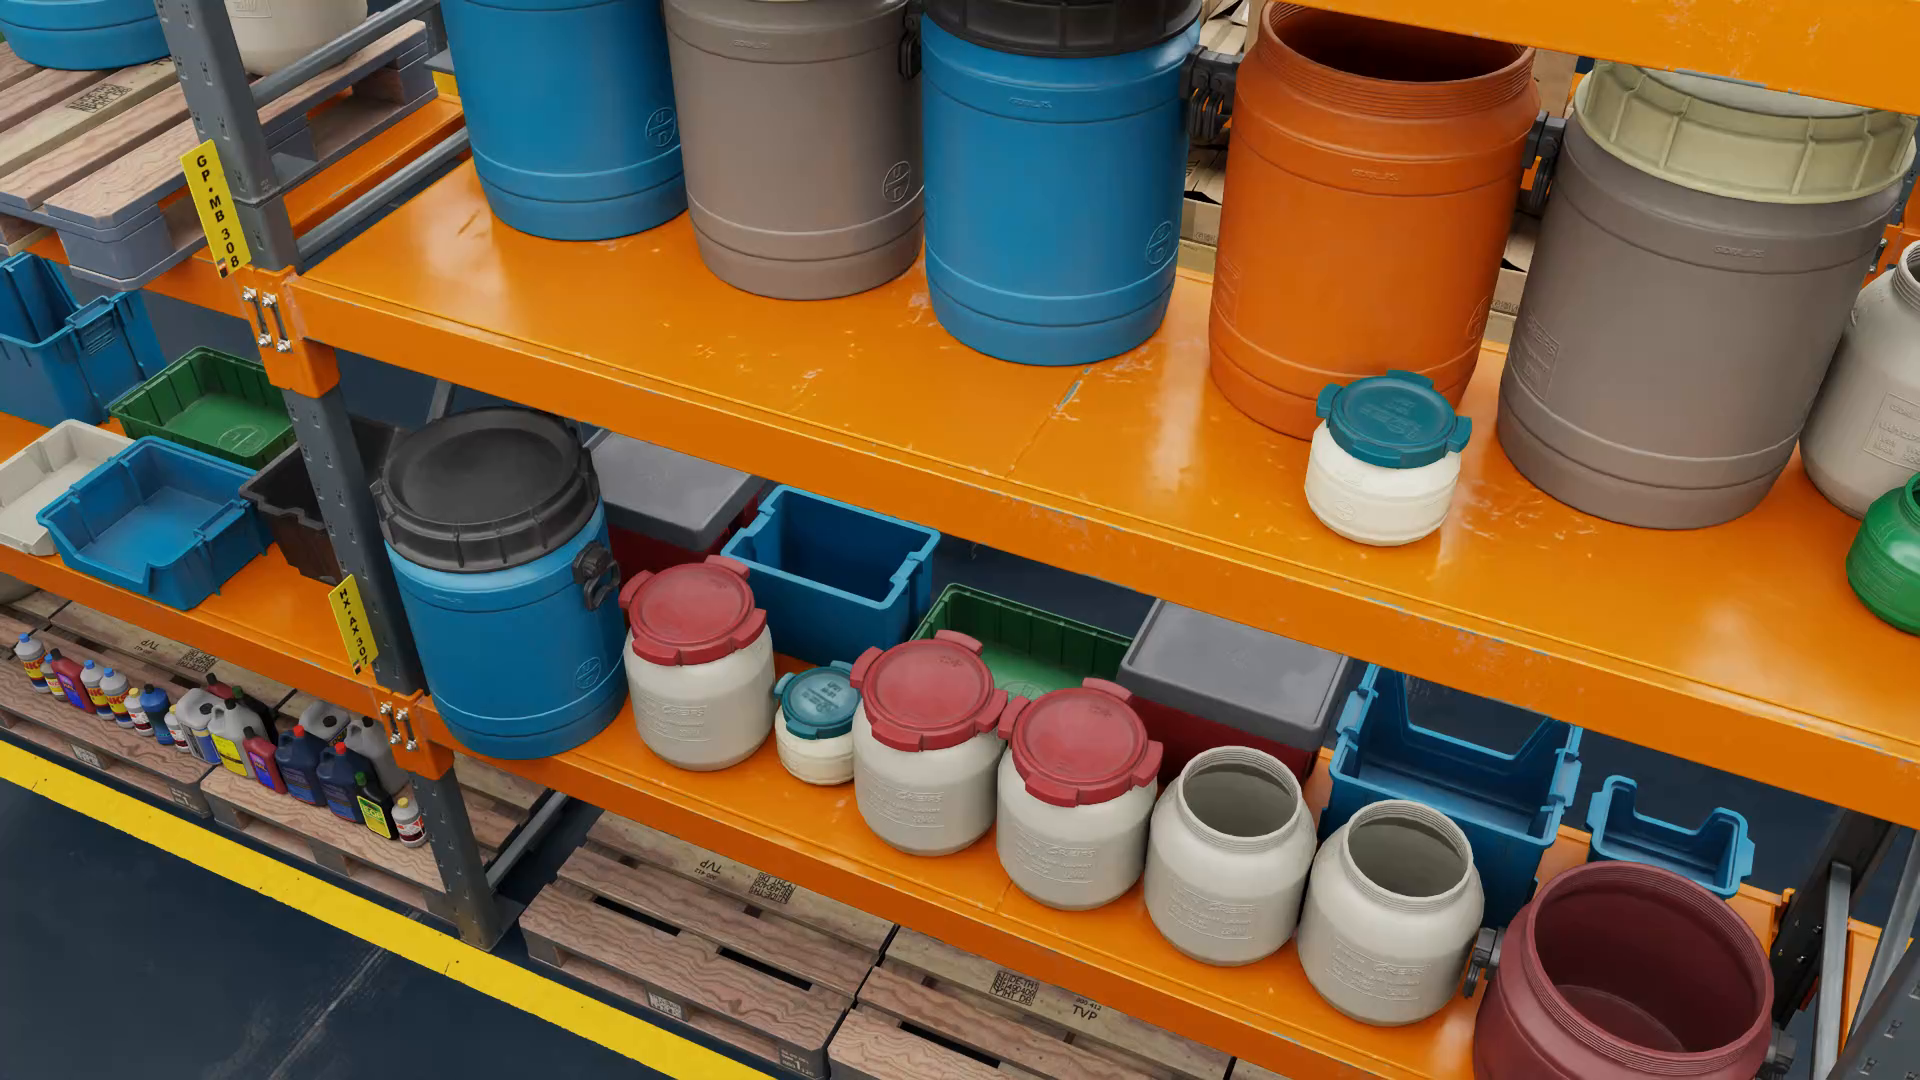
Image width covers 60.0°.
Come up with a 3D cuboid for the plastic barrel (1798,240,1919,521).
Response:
[{"bbox_3d":[1.950,-0.305,3.321,0.421,0.512,0.421,0,41,0],"label":"plastic barrel"}]

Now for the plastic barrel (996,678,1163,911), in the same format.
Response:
[{"bbox_3d":[0.308,0.697,4.436,0.433,0.535,0.433,0,41,0],"label":"plastic barrel"}]

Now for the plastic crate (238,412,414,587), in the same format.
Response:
[{"bbox_3d":[-1.943,-0.167,5.583,0.504,0.338,0.767,17,44,19],"label":"plastic crate"}]

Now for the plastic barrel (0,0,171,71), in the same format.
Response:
[{"bbox_3d":[-2.380,-1.790,4.416,0.708,0.901,0.600,17,44,19],"label":"plastic barrel"}]

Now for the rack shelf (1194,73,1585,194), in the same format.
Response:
[{"bbox_3d":[2.387,-2.083,8.296,4.000,0.370,1.077,17,44,19],"label":"rack shelf"}]

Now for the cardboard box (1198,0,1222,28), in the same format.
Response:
[{"bbox_3d":[1.040,-2.741,8.621,0.500,0.250,0.500,20,45,21],"label":"cardboard box"}]

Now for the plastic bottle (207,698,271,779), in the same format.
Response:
[{"bbox_3d":[-2.695,0.715,6.205,0.185,0.351,0.144,17,44,18],"label":"plastic bottle"}]

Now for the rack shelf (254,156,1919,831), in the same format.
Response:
[{"bbox_3d":[0.290,-0.277,3.923,4.000,0.370,1.077,17,44,19],"label":"rack shelf"}]

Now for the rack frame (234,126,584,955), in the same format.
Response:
[{"bbox_3d":[-1.523,0.030,5.309,0.127,3.000,1.000,17,44,19],"label":"rack frame"}]

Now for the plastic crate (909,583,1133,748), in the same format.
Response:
[{"bbox_3d":[0.175,0.425,5.015,0.662,0.188,0.450,17,44,19],"label":"plastic crate"}]

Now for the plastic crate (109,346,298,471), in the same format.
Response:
[{"bbox_3d":[-2.634,-0.433,6.005,0.662,0.188,0.450,17,44,19],"label":"plastic crate"}]

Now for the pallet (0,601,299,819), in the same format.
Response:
[{"bbox_3d":[-3.223,0.536,6.854,1.213,0.211,1.003,17,44,19],"label":"pallet"}]

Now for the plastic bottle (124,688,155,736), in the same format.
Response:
[{"bbox_3d":[-3.145,0.651,6.393,0.097,0.201,0.097,0,41,0],"label":"plastic bottle"}]

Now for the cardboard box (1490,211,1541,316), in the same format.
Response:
[{"bbox_3d":[2.691,-1.413,8.324,0.500,0.311,0.500,17,44,18],"label":"cardboard box"}]

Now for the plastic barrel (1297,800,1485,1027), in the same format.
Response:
[{"bbox_3d":[1.080,0.938,4.176,0.421,0.512,0.421,0,41,0],"label":"plastic barrel"}]

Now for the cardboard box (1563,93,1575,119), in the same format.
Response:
[{"bbox_3d":[3.020,-2.026,7.873,0.250,0.149,0.380,20,45,22],"label":"cardboard box"}]

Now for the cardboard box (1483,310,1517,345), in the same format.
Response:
[{"bbox_3d":[2.697,-1.203,8.511,0.500,0.250,0.500,18,44,20],"label":"cardboard box"}]

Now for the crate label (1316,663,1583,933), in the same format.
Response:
[{"bbox_3d":[1.316,0.689,4.522,0.616,0.435,0.502,17,44,19],"label":"crate label"}]

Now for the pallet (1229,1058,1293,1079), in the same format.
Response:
[{"bbox_3d":[1.416,1.954,5.218,1.213,0.211,1.003,17,44,19],"label":"pallet"}]

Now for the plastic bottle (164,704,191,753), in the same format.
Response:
[{"bbox_3d":[-2.959,0.708,6.328,0.097,0.201,0.097,0,41,0],"label":"plastic bottle"}]

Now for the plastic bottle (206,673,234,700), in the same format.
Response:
[{"bbox_3d":[-2.796,0.630,6.355,0.133,0.283,0.061,17,44,19],"label":"plastic bottle"}]

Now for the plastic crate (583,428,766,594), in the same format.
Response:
[{"bbox_3d":[-0.955,-0.041,5.342,0.583,0.464,0.402,17,44,19],"label":"plastic crate"}]

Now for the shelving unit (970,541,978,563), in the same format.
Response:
[{"bbox_3d":[0.007,-0.338,7.337,0.210,0.900,0.258,17,44,19],"label":"shelving unit"}]

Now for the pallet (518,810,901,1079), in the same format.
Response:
[{"bbox_3d":[-0.795,1.279,5.998,1.213,0.211,1.003,17,44,19],"label":"pallet"}]

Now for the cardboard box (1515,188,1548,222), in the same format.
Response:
[{"bbox_3d":[2.908,-1.735,8.696,0.500,0.311,0.500,16,43,17],"label":"cardboard box"}]

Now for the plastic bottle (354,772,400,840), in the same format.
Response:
[{"bbox_3d":[-2.098,0.953,5.982,0.133,0.283,0.061,19,44,21],"label":"plastic bottle"}]

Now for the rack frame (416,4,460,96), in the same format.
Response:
[{"bbox_3d":[-3.050,-4.016,9.977,0.127,3.000,1.000,17,44,19],"label":"rack frame"}]

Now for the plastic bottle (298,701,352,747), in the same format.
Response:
[{"bbox_3d":[-2.362,0.738,6.236,0.135,0.276,0.152,17,44,19],"label":"plastic bottle"}]

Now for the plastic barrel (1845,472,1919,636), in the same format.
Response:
[{"bbox_3d":[1.857,0.025,3.143,0.294,0.245,0.294,0,41,0],"label":"plastic barrel"}]

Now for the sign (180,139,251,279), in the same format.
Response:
[{"bbox_3d":[-1.765,-0.783,3.950,0.005,0.325,0.100,17,44,19],"label":"sign"}]

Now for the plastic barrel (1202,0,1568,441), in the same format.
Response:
[{"bbox_3d":[0.857,-0.695,3.527,0.708,0.830,0.600,17,44,19],"label":"plastic barrel"}]

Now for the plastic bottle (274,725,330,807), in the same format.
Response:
[{"bbox_3d":[-2.402,0.805,6.102,0.185,0.351,0.144,15,43,17],"label":"plastic bottle"}]

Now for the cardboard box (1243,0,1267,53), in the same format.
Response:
[{"bbox_3d":[1.741,-2.578,8.242,0.500,0.500,0.500,20,45,22],"label":"cardboard box"}]

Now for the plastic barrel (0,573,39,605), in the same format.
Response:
[{"bbox_3d":[-4.065,-0.020,6.946,0.421,0.512,0.421,0,41,0],"label":"plastic barrel"}]

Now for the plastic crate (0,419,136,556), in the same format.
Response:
[{"bbox_3d":[-3.101,-0.169,5.740,0.437,0.136,0.530,17,44,19],"label":"plastic crate"}]

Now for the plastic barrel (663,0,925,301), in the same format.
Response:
[{"bbox_3d":[-0.377,-1.099,3.939,0.600,0.901,0.600,0,41,0],"label":"plastic barrel"}]

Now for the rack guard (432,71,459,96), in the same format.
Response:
[{"bbox_3d":[-3.072,-3.078,10.804,0.348,0.500,1.175,17,44,19],"label":"rack guard"}]

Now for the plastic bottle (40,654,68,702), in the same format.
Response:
[{"bbox_3d":[-3.543,0.530,6.533,0.097,0.201,0.097,0,41,0],"label":"plastic bottle"}]

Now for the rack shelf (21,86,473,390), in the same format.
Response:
[{"bbox_3d":[-3.335,-1.385,5.201,4.000,0.370,1.077,17,44,19],"label":"rack shelf"}]

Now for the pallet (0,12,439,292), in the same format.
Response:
[{"bbox_3d":[-2.218,-1.173,4.552,1.003,0.211,1.213,17,44,19],"label":"pallet"}]

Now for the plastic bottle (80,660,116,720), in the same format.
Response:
[{"bbox_3d":[-3.326,0.569,6.434,0.097,0.271,0.097,0,41,0],"label":"plastic bottle"}]

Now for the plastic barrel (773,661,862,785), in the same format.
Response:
[{"bbox_3d":[-0.388,0.540,4.826,0.301,0.262,0.301,0,41,0],"label":"plastic barrel"}]

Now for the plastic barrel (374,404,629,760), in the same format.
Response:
[{"bbox_3d":[-1.301,0.128,4.814,0.708,0.901,0.600,17,44,19],"label":"plastic barrel"}]
